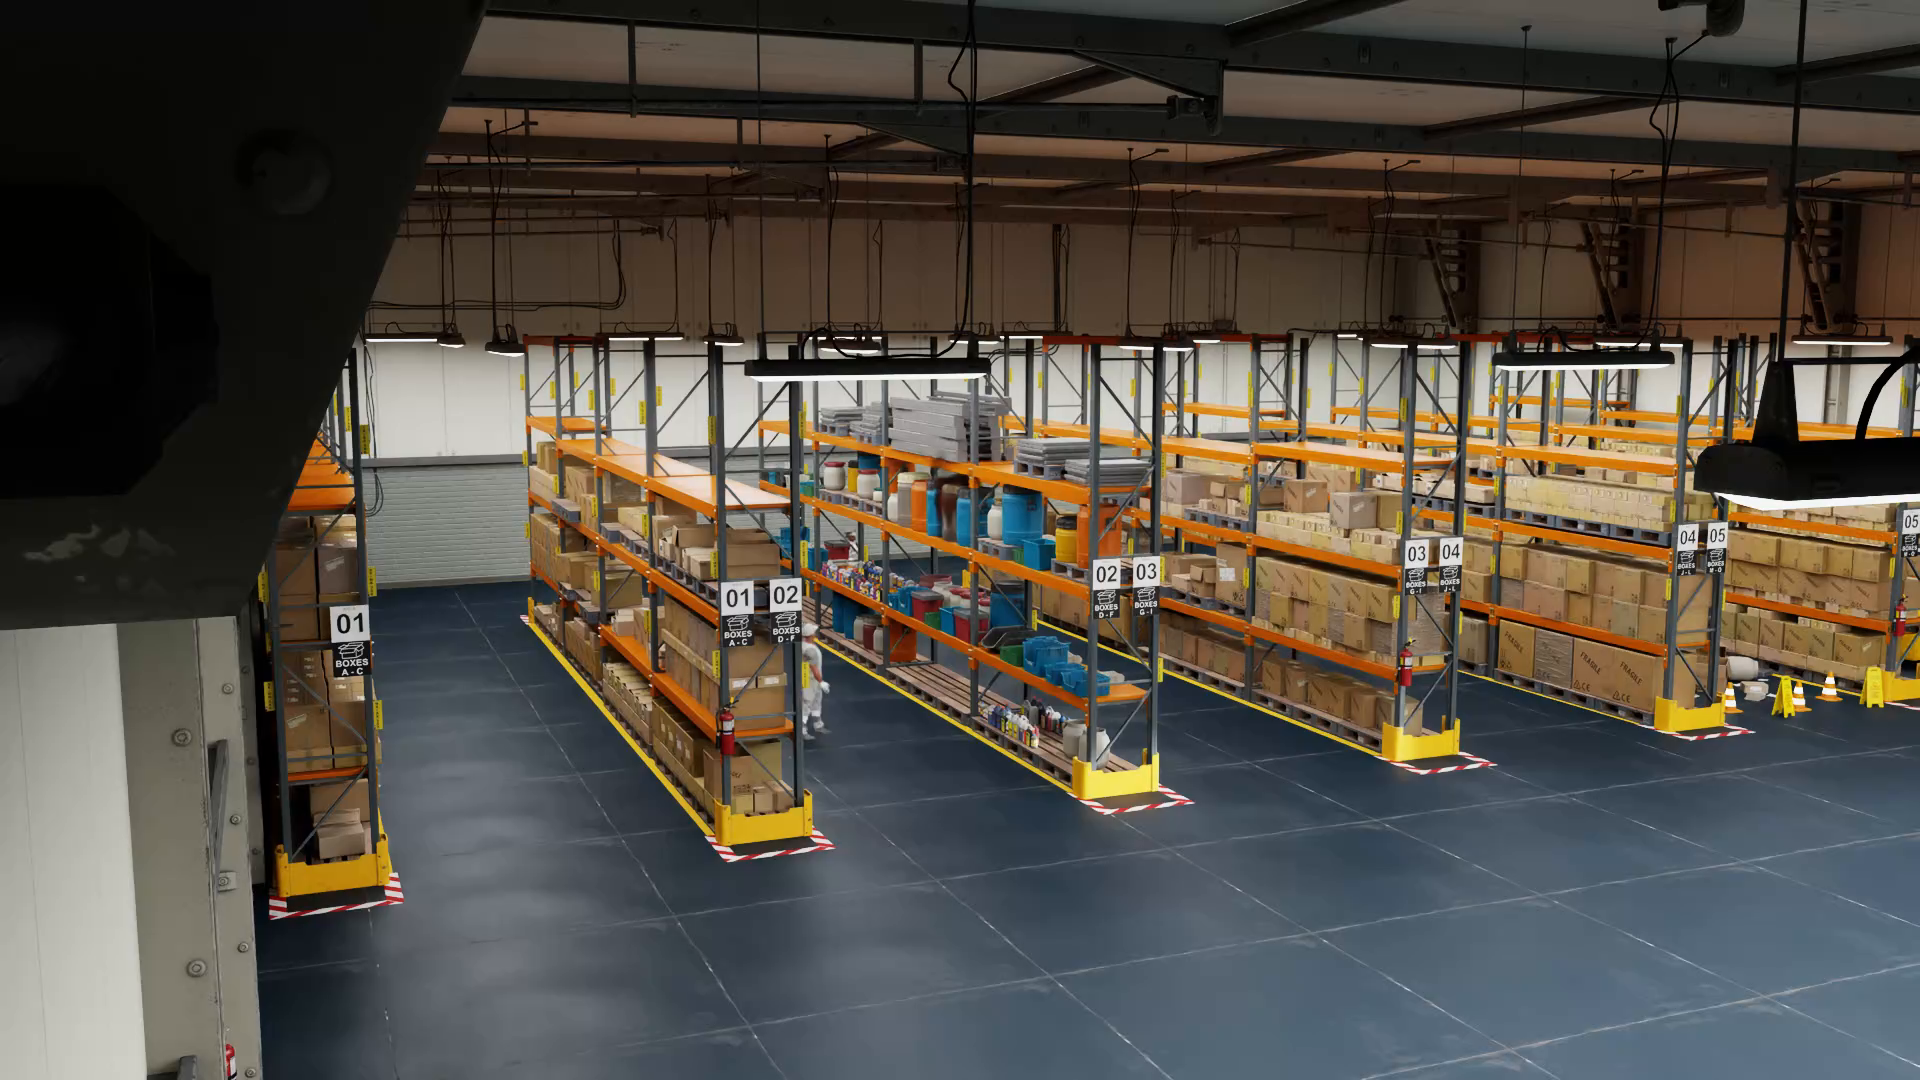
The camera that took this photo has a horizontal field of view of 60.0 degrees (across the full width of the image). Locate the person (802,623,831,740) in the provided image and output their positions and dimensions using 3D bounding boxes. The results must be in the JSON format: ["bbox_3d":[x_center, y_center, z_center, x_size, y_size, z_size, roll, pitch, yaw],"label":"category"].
[{"bbox_3d":[-2.212,2.120,25.101,0.528,1.807,0.686,-1,8,-5],"label":"person"}]

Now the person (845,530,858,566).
[{"bbox_3d":[-2.369,0.604,36.898,0.534,1.697,0.482,2,8,17],"label":"person"}]
